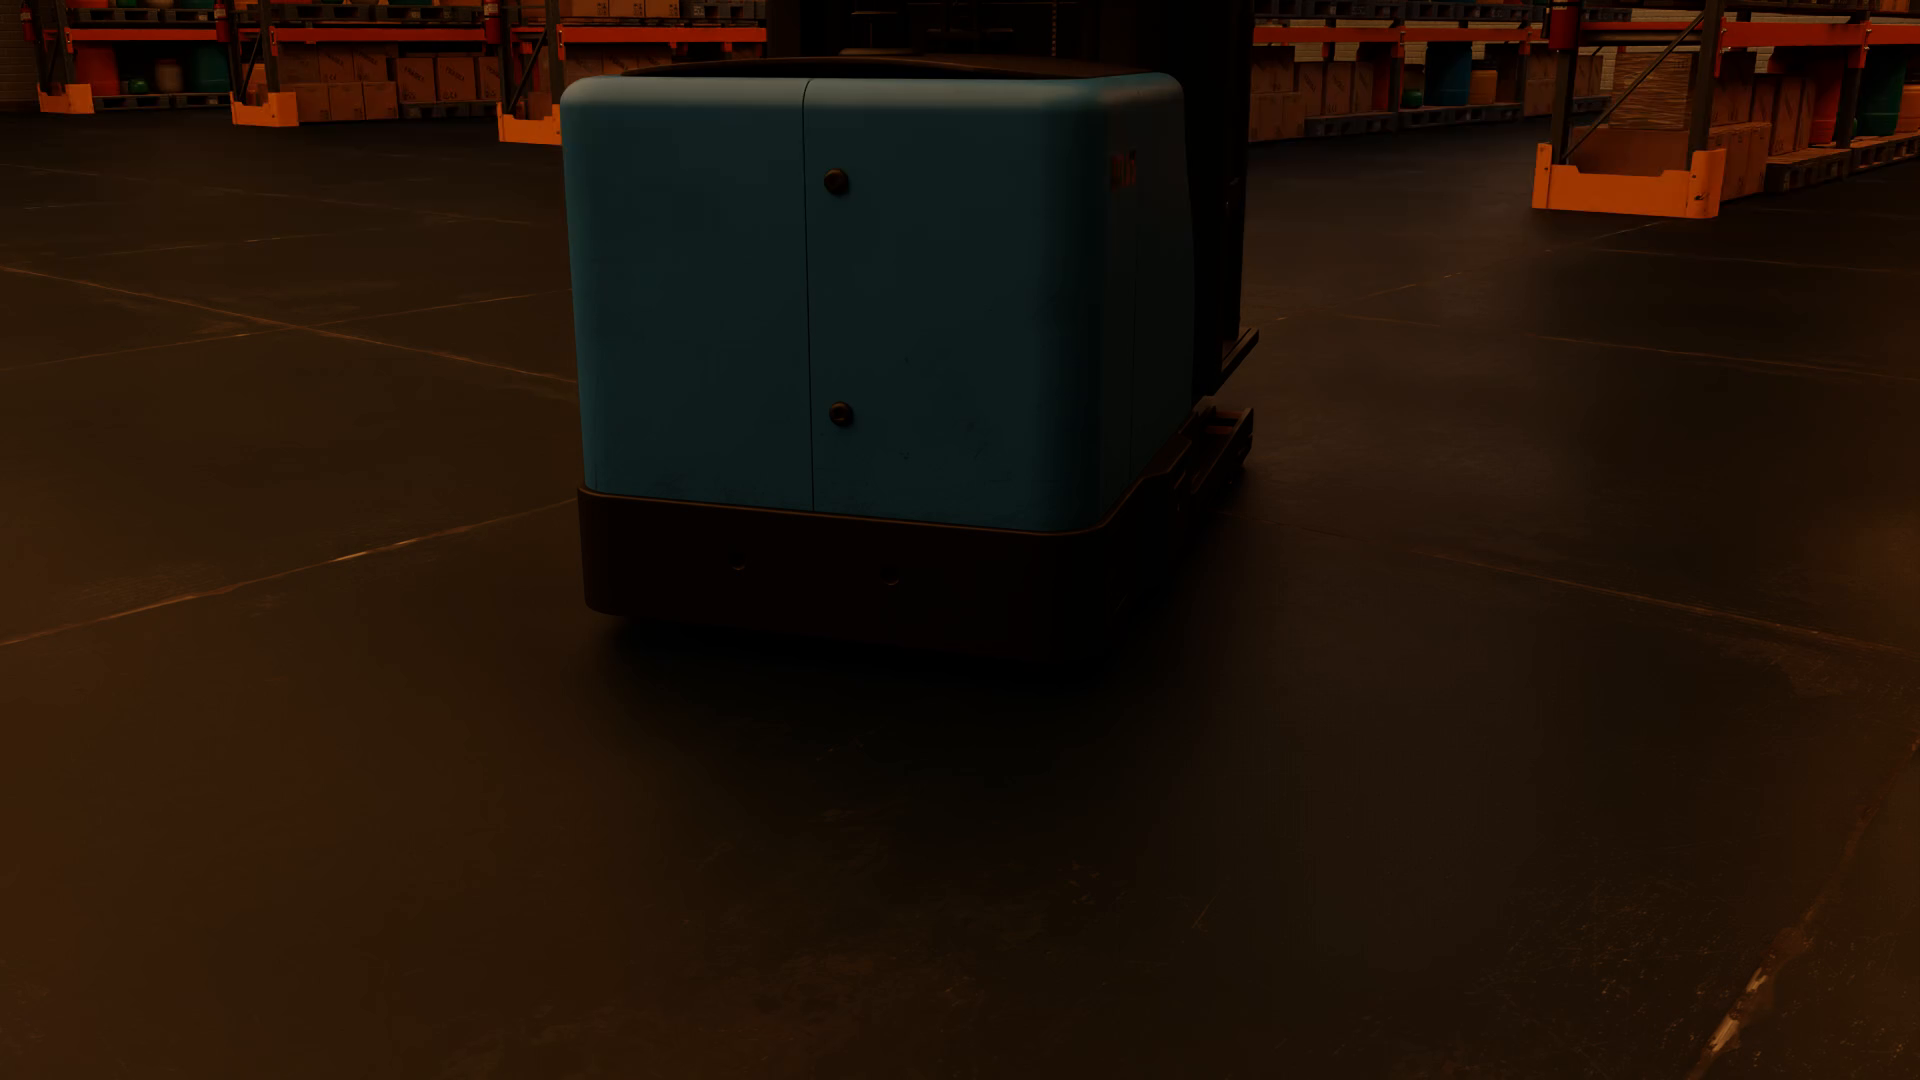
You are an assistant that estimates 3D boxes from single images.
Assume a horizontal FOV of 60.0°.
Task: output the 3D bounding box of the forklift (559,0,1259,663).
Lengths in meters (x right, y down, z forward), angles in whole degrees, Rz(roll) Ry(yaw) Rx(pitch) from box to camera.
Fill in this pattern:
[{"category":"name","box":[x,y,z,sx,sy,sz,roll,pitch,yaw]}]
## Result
[{"category":"forklift","box":[0.182,-1.571,4.072,1.130,2.935,3.031,5,18,17]}]
